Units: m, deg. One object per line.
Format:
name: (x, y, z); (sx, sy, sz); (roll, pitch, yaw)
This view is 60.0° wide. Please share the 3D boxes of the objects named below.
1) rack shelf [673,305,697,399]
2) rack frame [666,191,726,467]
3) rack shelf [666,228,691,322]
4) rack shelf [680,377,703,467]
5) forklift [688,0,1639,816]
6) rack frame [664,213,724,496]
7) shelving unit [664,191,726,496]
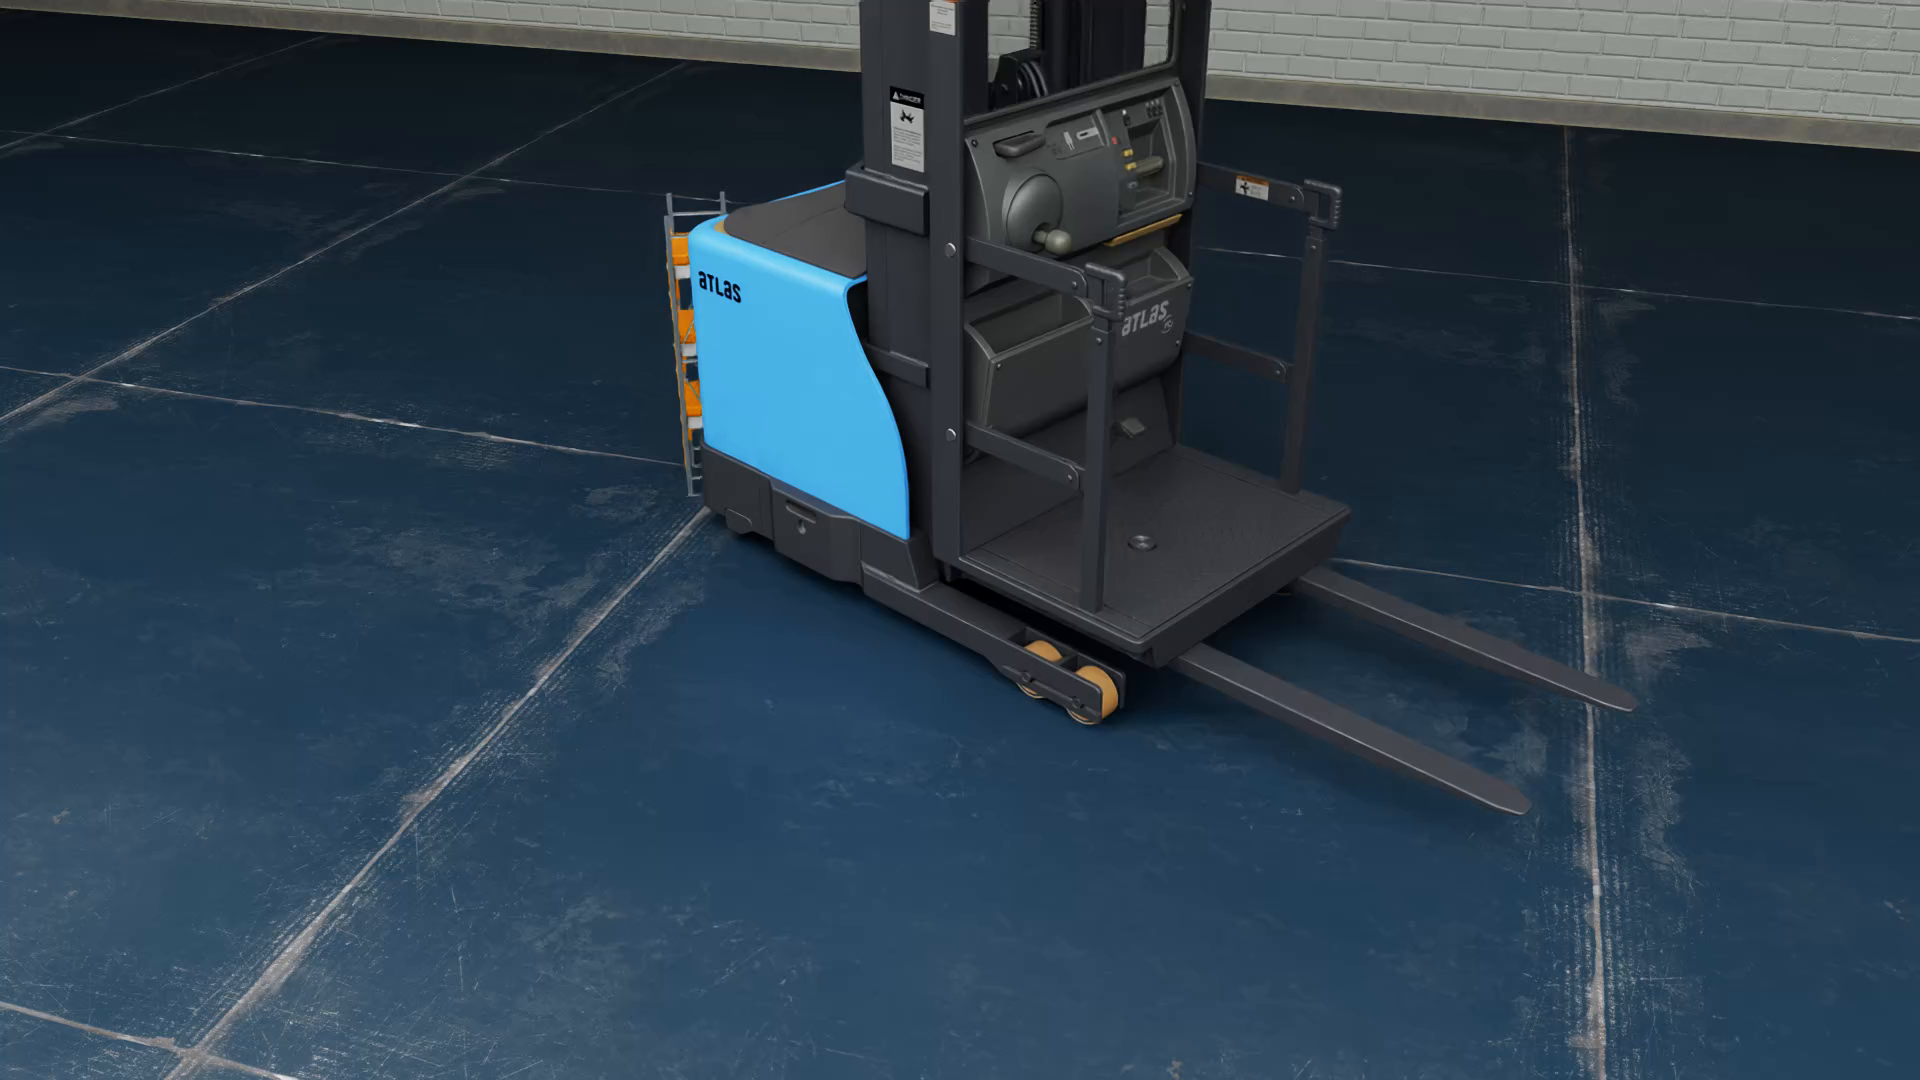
rack shelf: (-0.900, -0.674, 5.904); (0.215, 0.259, 0.240); (-3, 29, -6)
rack frame: (-0.915, -0.742, 6.004); (0.200, 1.050, 0.008); (-3, 29, -6)
rack shelf: (-0.900, -0.922, 5.766); (0.215, 0.259, 0.240); (-3, 29, -6)
rack shelf: (-0.900, -0.431, 6.039); (0.215, 0.259, 0.240); (-3, 29, -6)
forklift: (0.515, -1.036, 4.597); (3.031, 2.935, 1.130); (25, 38, 37)
rack frame: (-0.886, -0.624, 5.793); (0.200, 1.050, 0.008); (-3, 29, -6)
shelving unit: (-0.900, -0.683, 5.898); (0.215, 1.050, 0.252); (-3, 29, -6)
